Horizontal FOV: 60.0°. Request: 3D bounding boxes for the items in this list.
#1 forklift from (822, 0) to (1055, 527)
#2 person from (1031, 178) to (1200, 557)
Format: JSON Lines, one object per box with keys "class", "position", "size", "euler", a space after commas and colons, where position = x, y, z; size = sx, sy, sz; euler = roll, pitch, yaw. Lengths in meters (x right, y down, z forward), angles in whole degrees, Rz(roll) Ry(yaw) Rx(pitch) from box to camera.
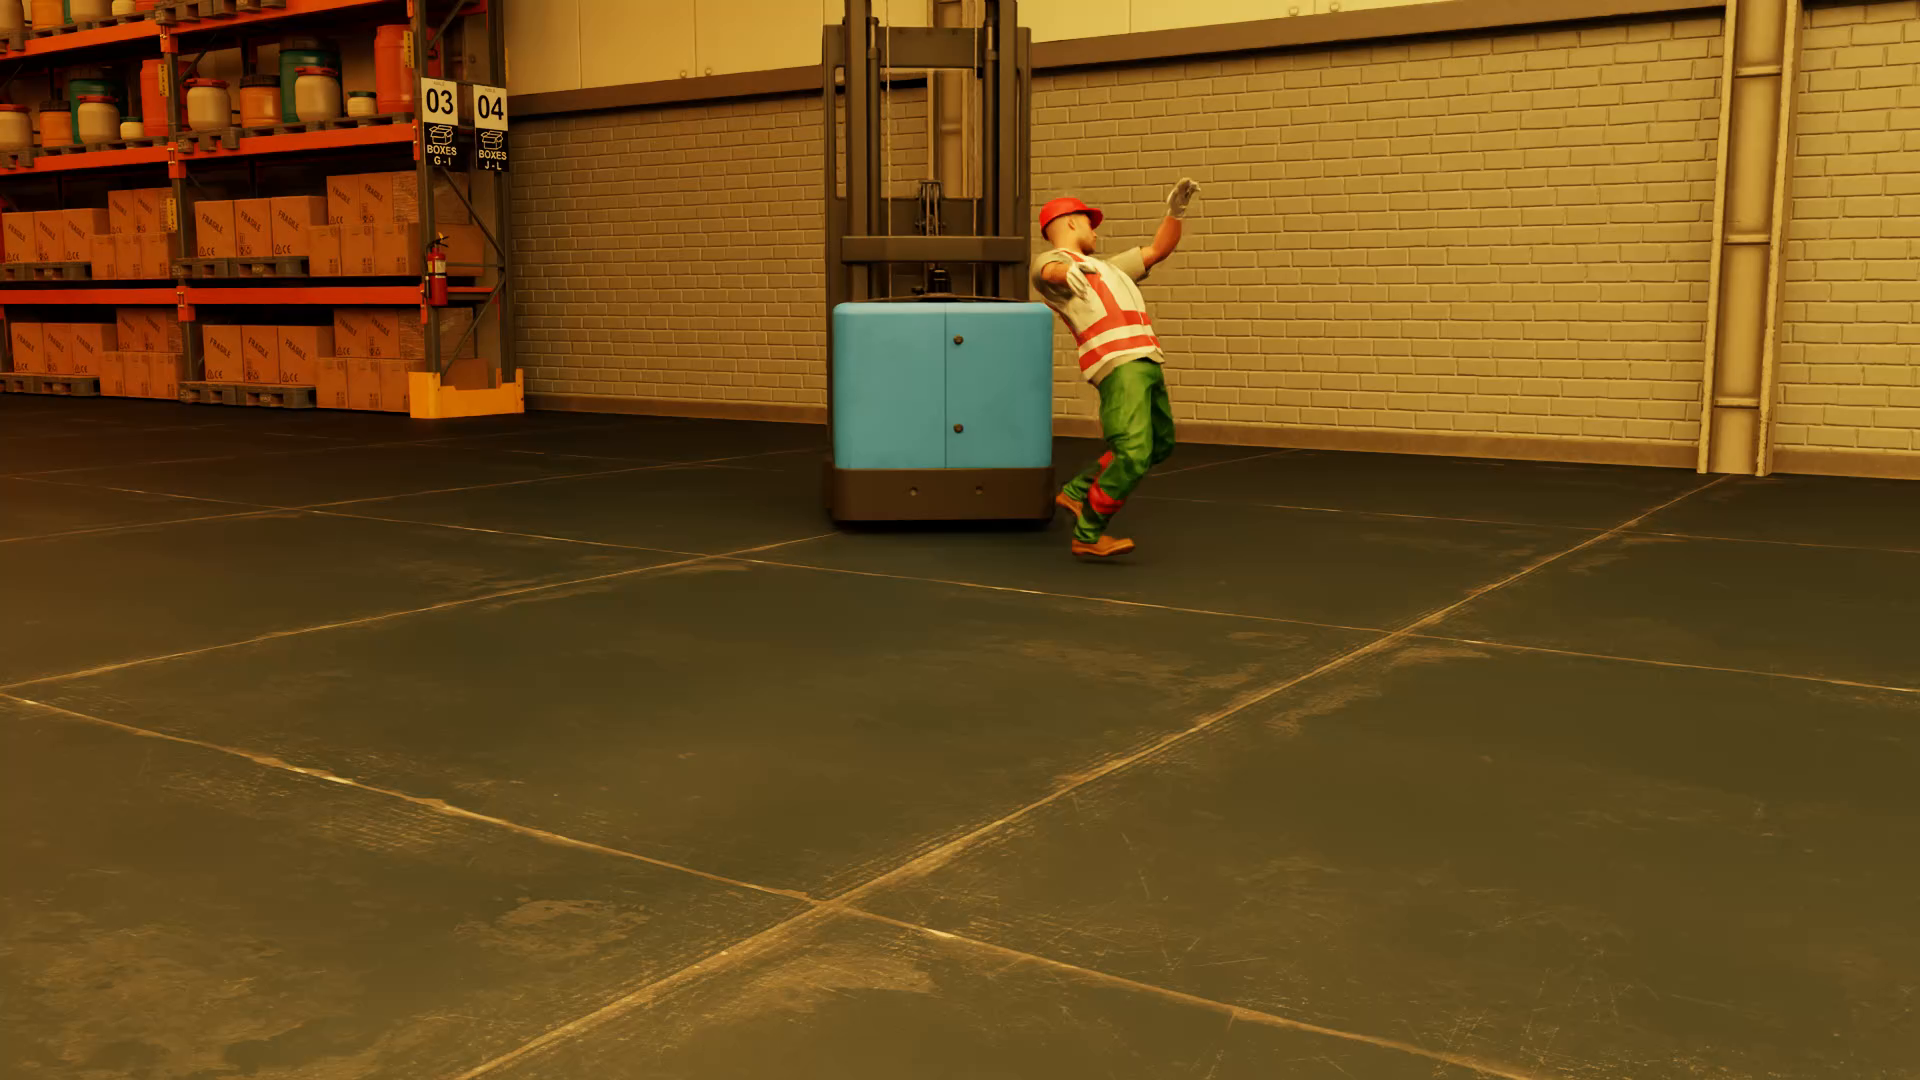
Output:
{"class": "forklift", "position": [-0.193, -1.686, 9.047], "size": [1.130, 2.935, 3.031], "euler": [-1, 8, -5]}
{"class": "person", "position": [0.565, -0.702, 6.827], "size": [0.722, 1.545, 1.099], "euler": [3, 9, 22]}
